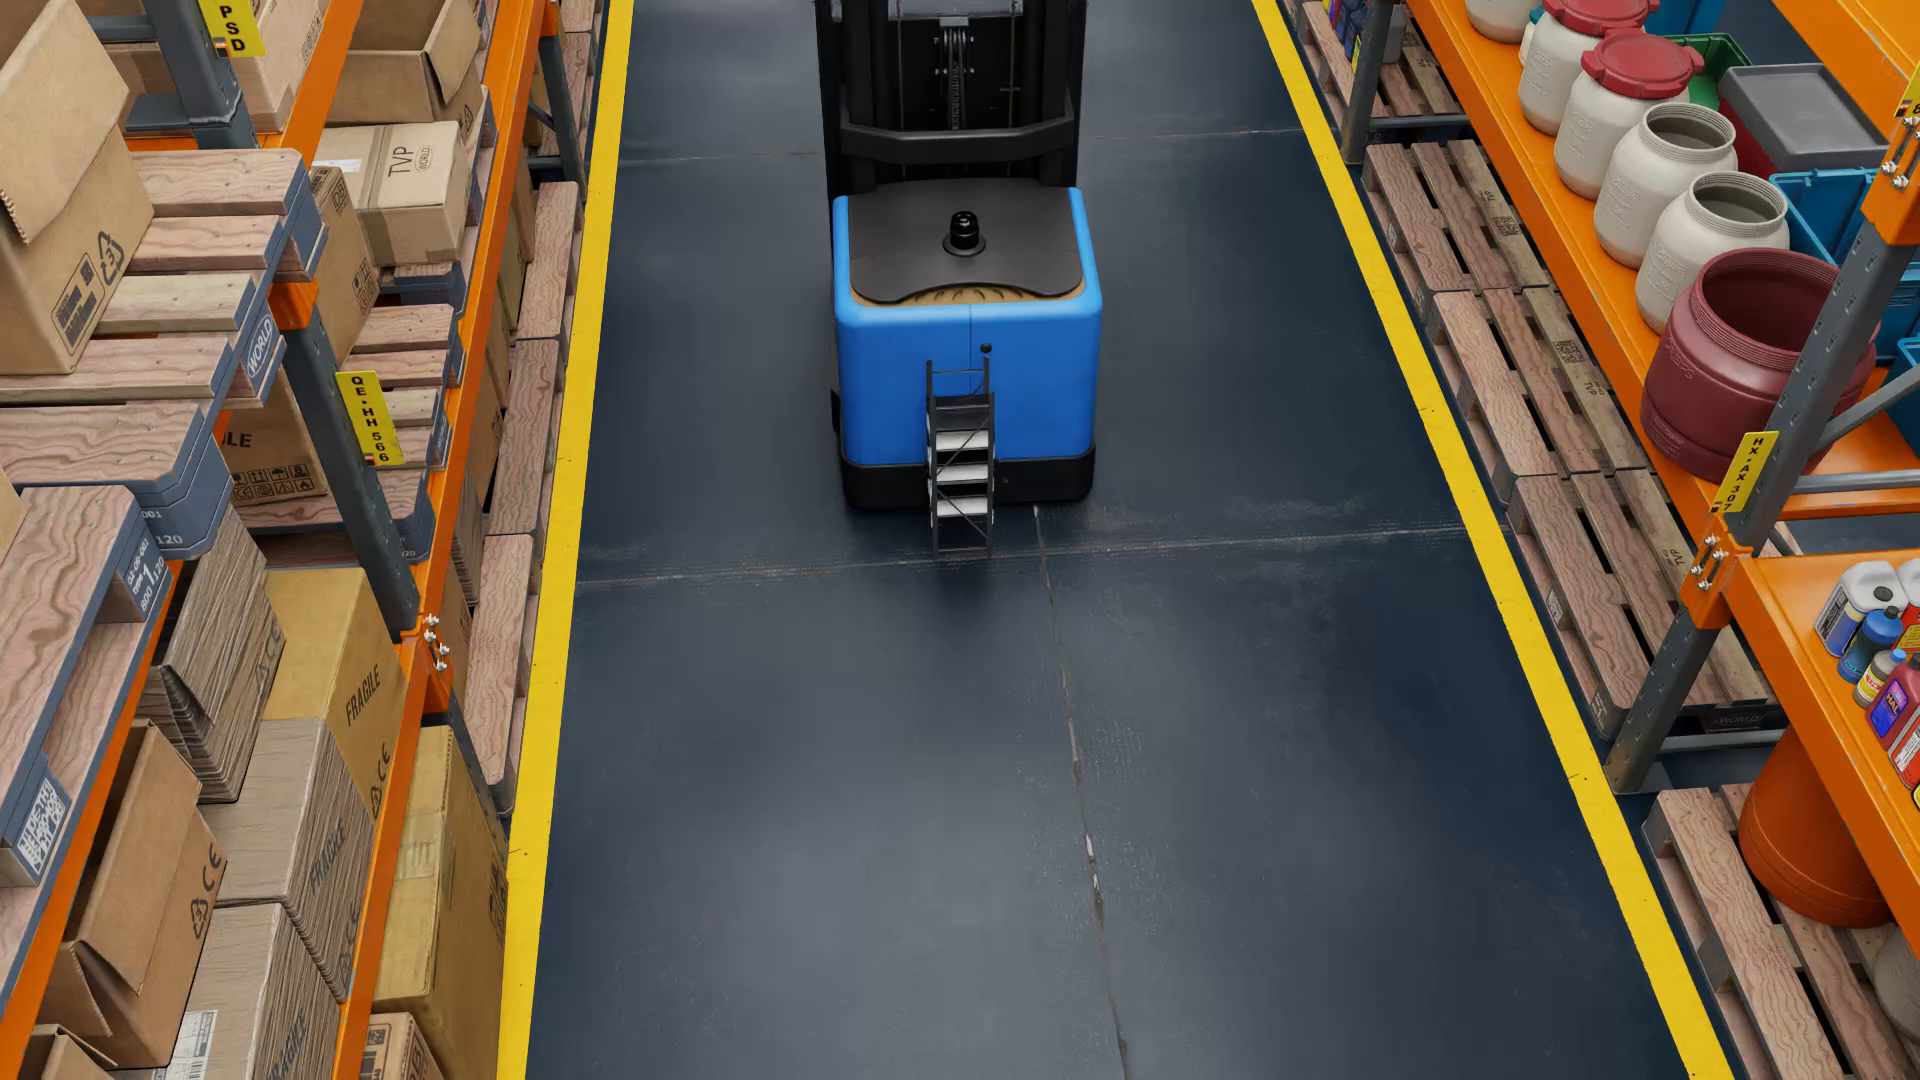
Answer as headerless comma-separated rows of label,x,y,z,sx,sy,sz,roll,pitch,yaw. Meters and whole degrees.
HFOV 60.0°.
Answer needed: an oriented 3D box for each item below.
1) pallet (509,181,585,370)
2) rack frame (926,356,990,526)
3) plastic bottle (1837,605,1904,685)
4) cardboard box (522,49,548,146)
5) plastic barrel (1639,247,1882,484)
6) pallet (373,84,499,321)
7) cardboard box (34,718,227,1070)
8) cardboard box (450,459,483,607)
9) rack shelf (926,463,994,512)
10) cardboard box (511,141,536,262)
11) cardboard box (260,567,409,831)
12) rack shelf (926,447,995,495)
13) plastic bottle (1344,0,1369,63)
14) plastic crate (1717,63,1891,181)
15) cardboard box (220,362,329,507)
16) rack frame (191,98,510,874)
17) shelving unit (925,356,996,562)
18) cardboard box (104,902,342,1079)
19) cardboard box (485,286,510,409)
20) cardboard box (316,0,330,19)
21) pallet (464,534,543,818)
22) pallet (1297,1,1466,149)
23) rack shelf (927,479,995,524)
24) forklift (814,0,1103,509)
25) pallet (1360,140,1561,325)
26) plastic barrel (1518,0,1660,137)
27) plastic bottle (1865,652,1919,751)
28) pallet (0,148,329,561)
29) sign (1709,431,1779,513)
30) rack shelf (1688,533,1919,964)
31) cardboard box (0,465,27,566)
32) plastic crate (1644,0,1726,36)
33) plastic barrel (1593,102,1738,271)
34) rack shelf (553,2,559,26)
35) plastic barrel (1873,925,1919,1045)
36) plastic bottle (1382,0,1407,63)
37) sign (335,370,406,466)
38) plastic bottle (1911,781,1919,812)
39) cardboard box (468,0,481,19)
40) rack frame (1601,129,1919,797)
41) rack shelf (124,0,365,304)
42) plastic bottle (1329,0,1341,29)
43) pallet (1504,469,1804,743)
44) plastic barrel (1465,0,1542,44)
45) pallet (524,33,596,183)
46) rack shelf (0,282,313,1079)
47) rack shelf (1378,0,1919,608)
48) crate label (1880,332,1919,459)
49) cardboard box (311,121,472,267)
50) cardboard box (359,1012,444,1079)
pallet,-2.350,-1.250,7.925,1.003,0.211,1.213,-3,47,-3
rack frame,-0.008,-0.377,6.624,0.240,0.900,0.006,-3,47,-3
plastic bottle,2.550,0.283,4.641,0.097,0.271,0.097,0,47,0
cardboard box,-2.410,-2.349,8.478,0.500,0.500,0.500,-5,47,-5
plastic barrel,2.513,-0.543,5.242,0.600,0.536,0.708,-3,47,-3
pallet,-2.288,-1.242,6.129,1.003,0.211,1.213,-3,47,-3
cardboard box,-1.985,0.744,3.356,0.797,0.503,0.637,-3,47,-2
cardboard box,-2.217,-0.054,6.290,0.700,0.500,0.500,-7,47,-7
rack shelf,0.001,-0.219,6.644,0.258,0.077,0.200,-3,47,-3
cardboard box,-2.387,-1.619,7.772,0.700,0.500,0.500,-7,47,-6
cardboard box,-1.794,0.429,4.345,0.500,0.500,0.500,-2,47,-2
rack shelf,0.001,-0.281,6.578,0.258,0.077,0.200,-3,47,-3
plastic bottle,2.178,-2.762,8.958,0.144,0.351,0.185,-5,47,-4
plastic crate,3.023,-1.389,6.092,0.402,0.464,0.583,-3,47,-3
cardboard box,-2.167,-0.445,4.884,0.500,0.500,0.500,-9,47,-8
rack frame,-2.082,0.122,4.705,1.000,3.000,0.127,-3,47,-3
shelving unit,0.001,-0.304,6.554,0.258,0.900,0.210,-3,47,-3
cardboard box,-1.711,1.166,3.648,0.500,0.500,0.500,-5,47,-5
cardboard box,-2.318,-0.868,7.061,0.700,0.500,0.500,-7,47,-7
cardboard box,-1.910,-1.585,4.359,0.500,0.250,0.500,-2,47,-2
pallet,-2.146,0.515,6.253,1.003,0.211,1.213,-3,47,-3
pallet,2.504,-2.603,9.206,1.003,0.211,1.213,-3,47,-3
rack shelf,0.001,-0.157,6.709,0.258,0.077,0.200,-3,47,-3
forklift,-0.054,-2.204,6.955,1.130,2.935,3.031,-3,47,-2
pallet,2.623,-1.549,8.208,1.003,0.211,1.213,-3,47,-3
plastic barrel,2.442,-1.884,6.511,0.433,0.535,0.433,0,47,0
plastic bottle,2.550,0.434,4.490,0.061,0.283,0.133,-3,47,-3
pallet,-1.975,-0.382,3.247,1.213,0.211,1.003,-2,47,-1
sign,2.306,-0.197,4.895,0.100,0.325,0.005,-3,47,-3
rack shelf,3.021,1.515,3.881,1.077,0.370,4.000,-3,47,-3
cardboard box,-1.799,-0.032,2.427,0.500,0.500,0.500,-1,47,-1
plastic crate,2.921,-2.289,6.999,0.392,0.384,0.575,-3,47,-3
plastic barrel,2.519,-1.254,5.931,0.421,0.512,0.421,0,47,0
rack shelf,-2.584,-3.972,9.078,1.077,0.370,4.000,-3,47,-3
plastic barrel,3.048,1.288,5.025,0.421,0.512,0.421,0,47,0
plastic bottle,2.321,-2.771,8.966,0.144,0.351,0.185,-3,47,-3
sign,-1.529,-0.313,4.319,0.100,0.325,0.005,-3,47,-3
plastic bottle,2.572,0.628,4.306,0.061,0.283,0.133,-3,47,-3
cardboard box,-2.490,-2.540,6.523,1.000,1.000,1.000,-3,47,-3
rack frame,2.854,-0.179,4.990,1.000,3.000,0.127,-3,47,-3
rack shelf,-2.249,-2.109,5.248,1.077,0.370,4.000,-3,47,-3
plastic bottle,2.106,-2.993,9.223,0.061,0.283,0.133,-1,47,-1
pallet,2.827,0.217,6.536,1.003,0.211,1.213,-3,47,-3
plastic barrel,2.380,-2.415,7.014,0.433,0.535,0.433,0,47,0
pallet,-2.508,-2.297,8.917,1.003,0.211,1.213,-3,47,-3
rack shelf,-1.915,0.785,2.507,1.077,0.370,4.000,-3,47,-3
rack shelf,2.686,-1.379,6.622,1.077,0.370,4.000,-3,47,-3
crate label,3.192,-0.449,5.361,0.303,0.233,0.416,-3,47,-3
cardboard box,-1.993,-1.198,5.769,0.500,0.250,0.500,-5,47,-4
cardboard box,-1.978,1.854,4.239,1.225,0.875,0.875,-3,47,-3
